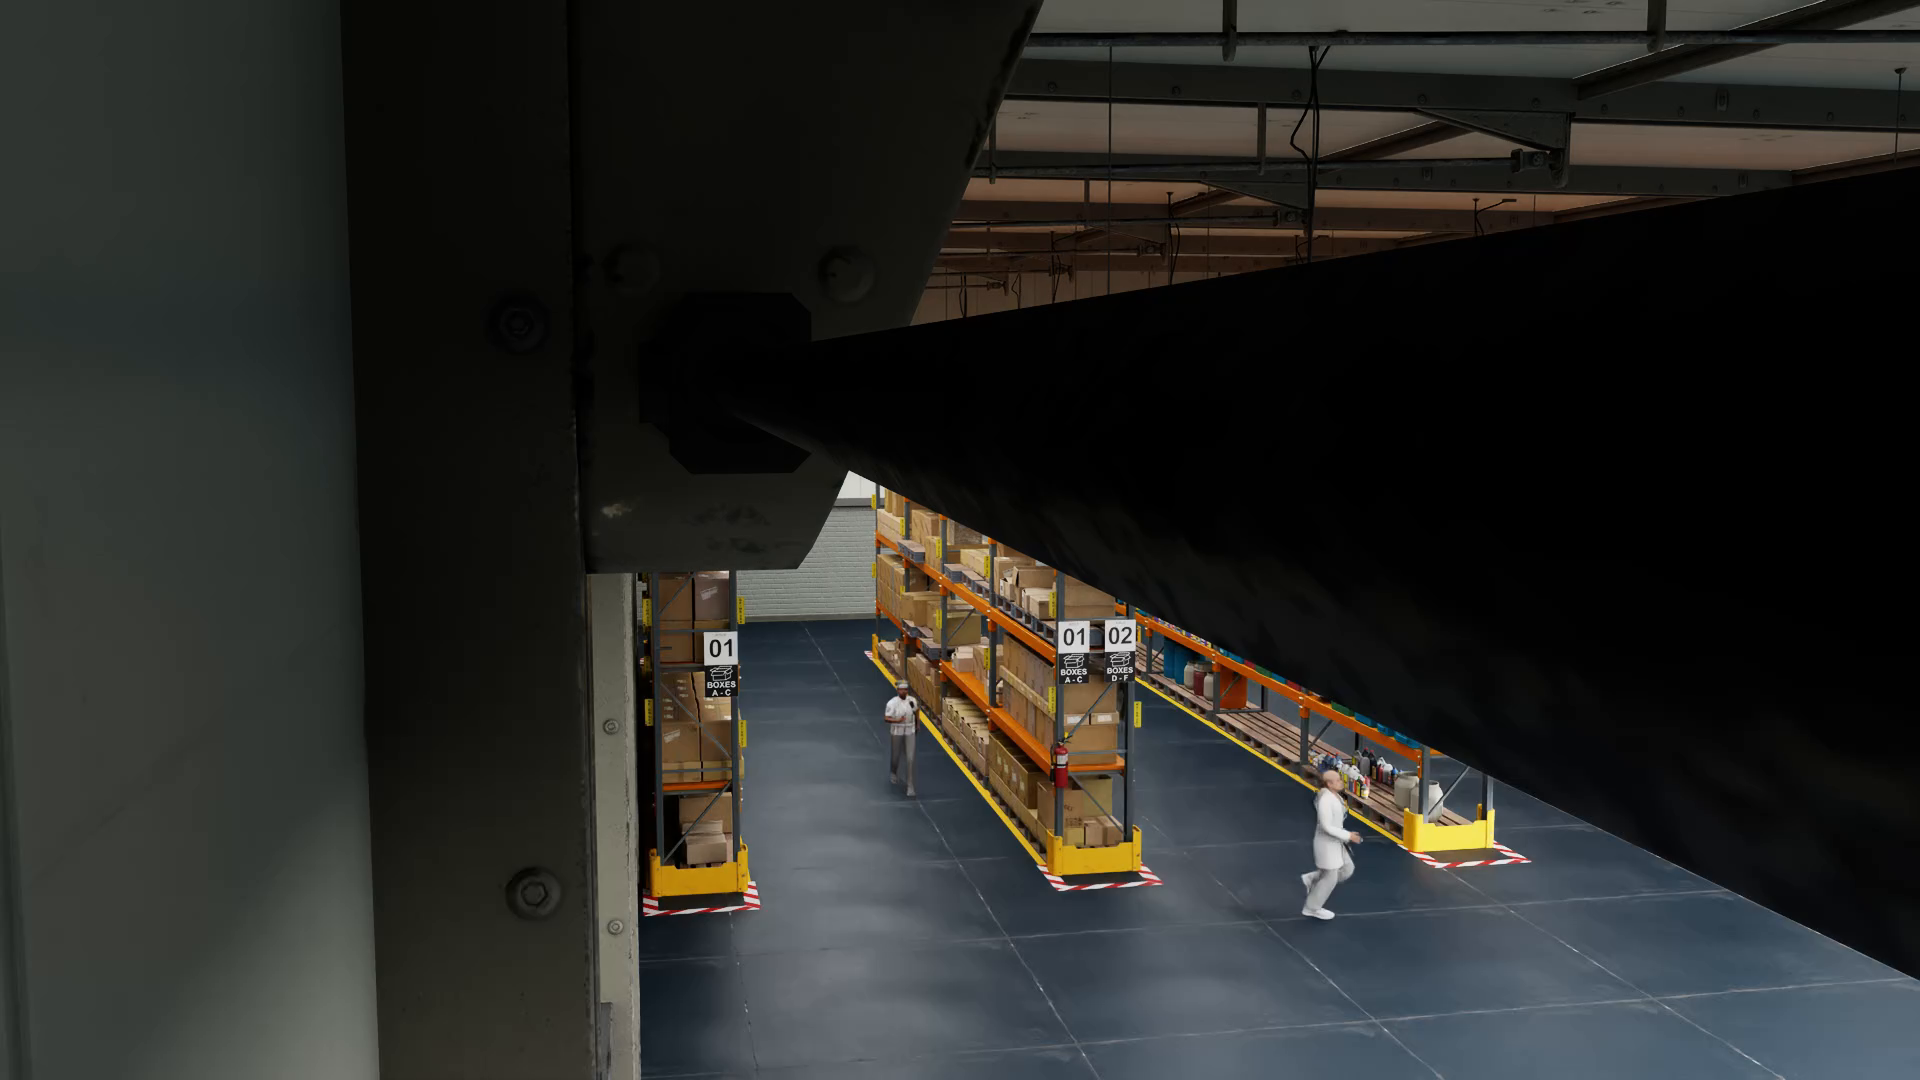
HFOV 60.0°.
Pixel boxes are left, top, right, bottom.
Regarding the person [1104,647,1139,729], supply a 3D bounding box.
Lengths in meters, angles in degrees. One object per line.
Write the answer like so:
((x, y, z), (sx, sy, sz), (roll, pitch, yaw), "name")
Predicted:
((2.734, 2.336, 28.035), (0.720, 1.893, 0.794), (-2, 6, -20), "person")

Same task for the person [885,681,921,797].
((-0.839, 2.922, 24.879), (0.580, 1.677, 0.931), (-1, 6, -12), "person")

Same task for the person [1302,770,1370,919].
((4.349, 3.498, 19.167), (0.751, 1.732, 0.732), (2, 6, 20), "person")
